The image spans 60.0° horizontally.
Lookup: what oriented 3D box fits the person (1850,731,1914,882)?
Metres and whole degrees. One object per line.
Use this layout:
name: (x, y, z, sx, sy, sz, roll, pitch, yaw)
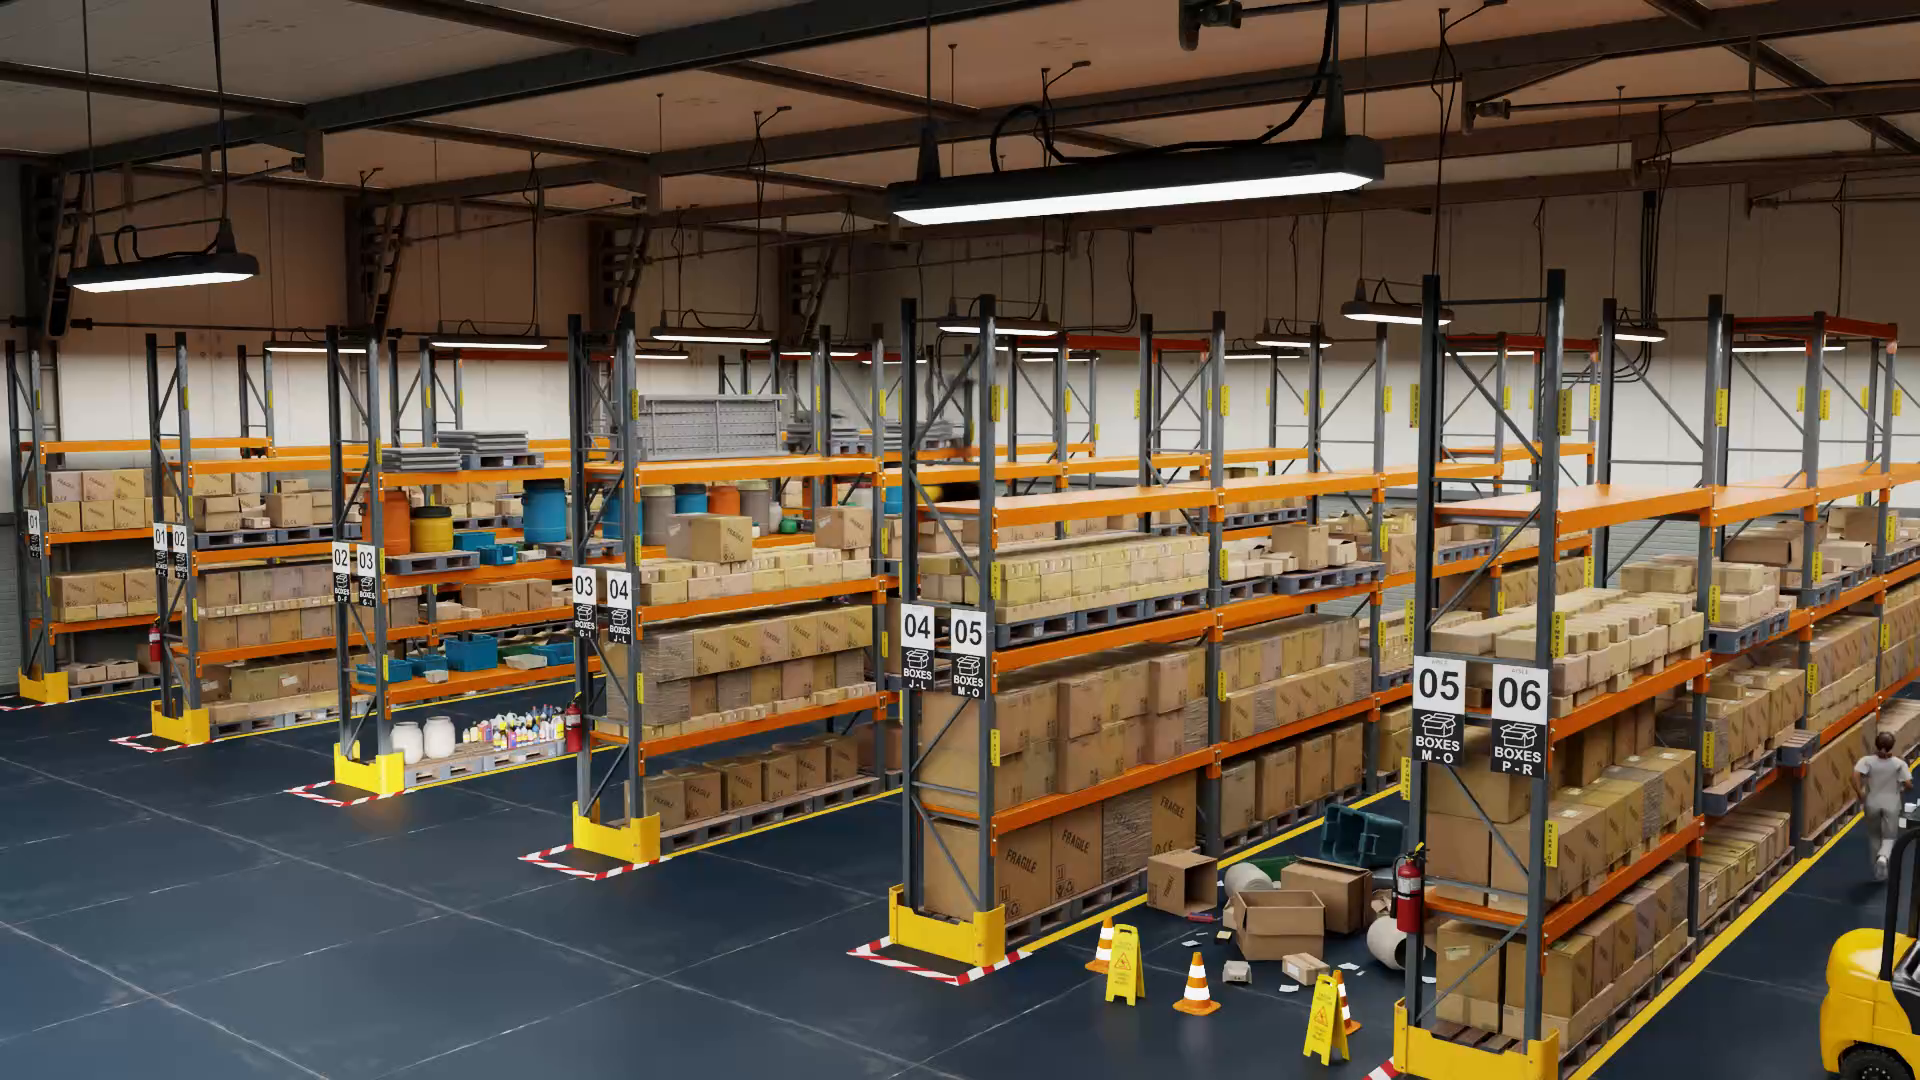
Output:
person: (9.552, 2.816, 17.258, 0.575, 1.665, 0.797, 3, 6, 33)
